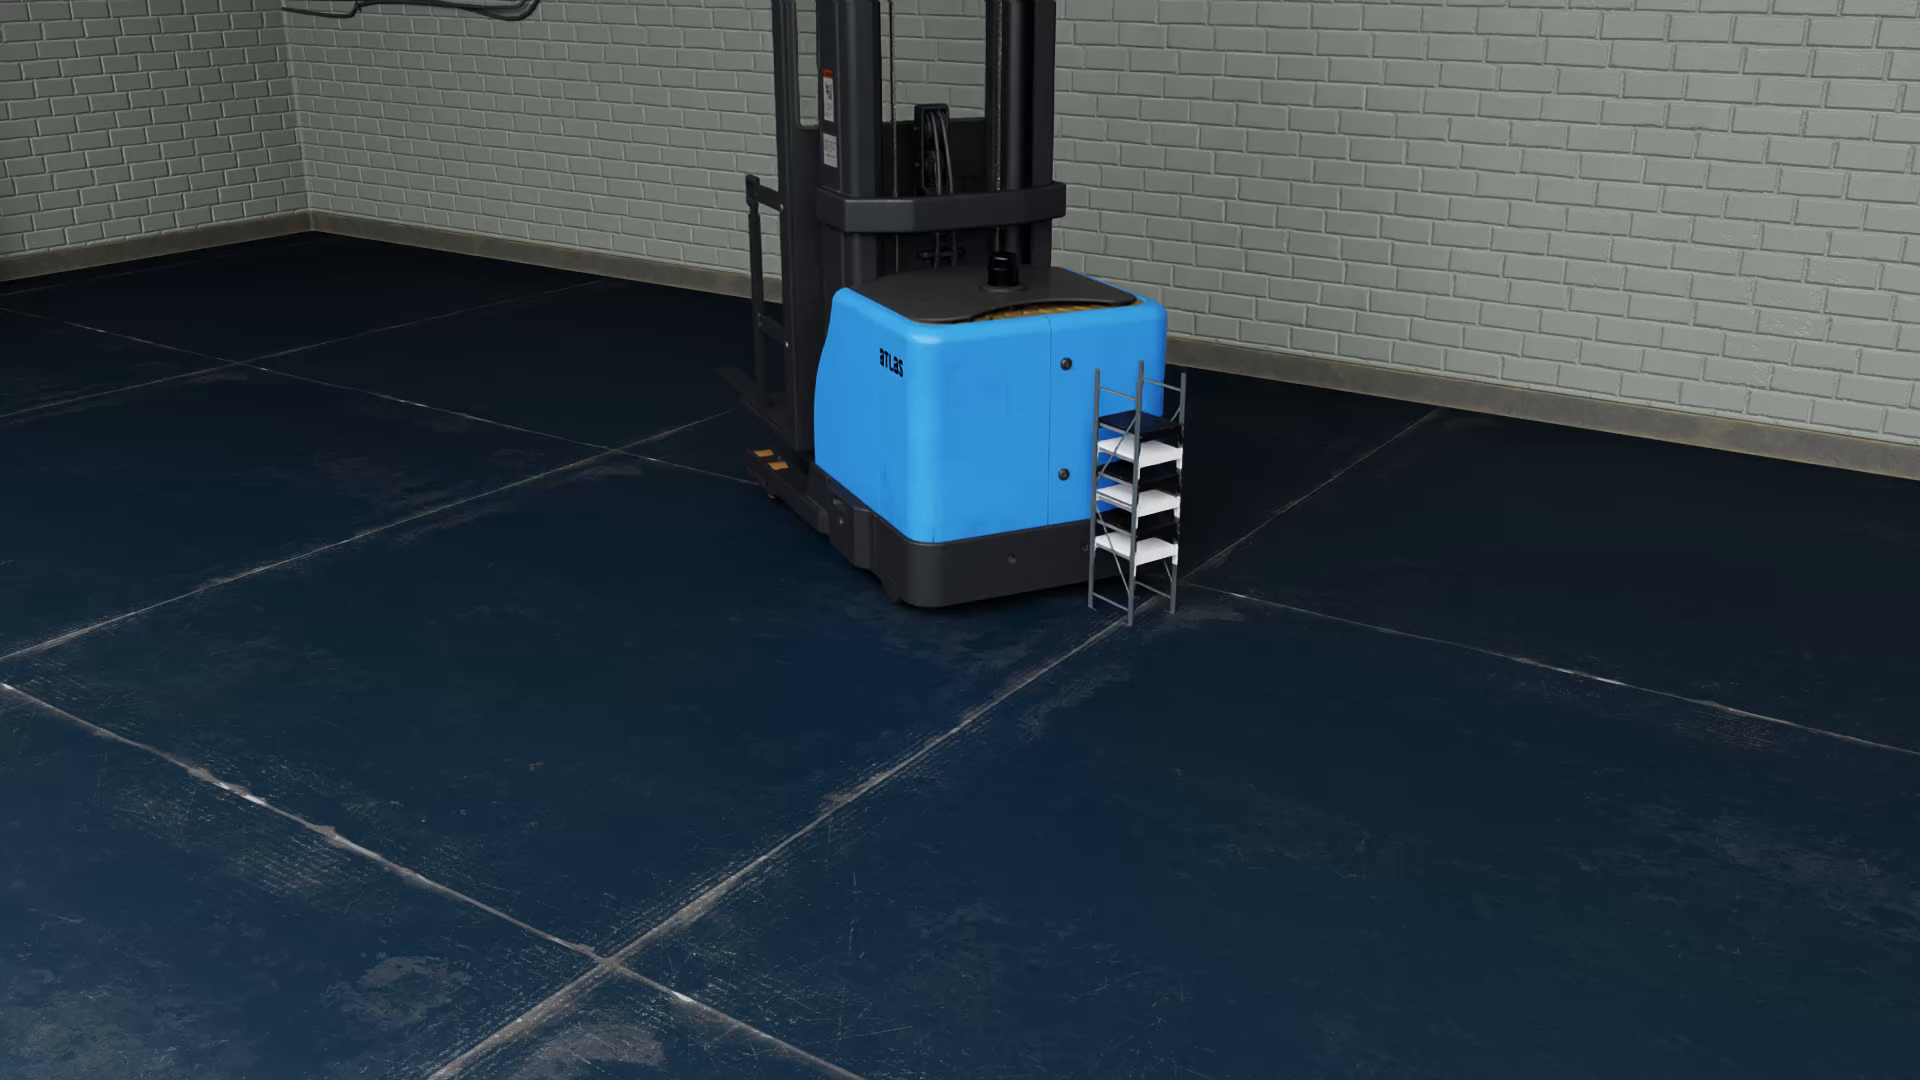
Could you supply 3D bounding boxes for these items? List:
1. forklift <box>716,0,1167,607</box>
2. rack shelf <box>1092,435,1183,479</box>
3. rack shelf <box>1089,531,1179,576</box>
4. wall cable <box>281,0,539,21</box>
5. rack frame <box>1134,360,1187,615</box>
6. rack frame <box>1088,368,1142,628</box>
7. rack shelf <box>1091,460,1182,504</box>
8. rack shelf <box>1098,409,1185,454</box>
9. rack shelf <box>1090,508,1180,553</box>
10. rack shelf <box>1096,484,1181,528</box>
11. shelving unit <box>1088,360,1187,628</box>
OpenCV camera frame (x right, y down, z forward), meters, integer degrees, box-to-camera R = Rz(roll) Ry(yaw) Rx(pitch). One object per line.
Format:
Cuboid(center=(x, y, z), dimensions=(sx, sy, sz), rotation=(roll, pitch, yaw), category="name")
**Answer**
Cuboid(center=(-0.308, -1.608, 6.887), dimensions=(1.130, 2.935, 3.031), rotation=(-9, 22, -23), category="forklift")
Cuboid(center=(0.624, -0.300, 5.856), dimensions=(0.200, 0.077, 0.258), rotation=(-14, 24, -33), category="rack shelf")
Cuboid(center=(0.624, 0.038, 5.981), dimensions=(0.200, 0.077, 0.258), rotation=(-14, 24, -33), category="rack shelf")
Cuboid(center=(-4.122, -5.010, 11.815), dimensions=(3.097, 2.526, 0.112), rotation=(13, 24, 32), category="wall cable")
Cuboid(center=(0.707, -0.183, 5.962), dimensions=(0.006, 0.900, 0.240), rotation=(-14, 24, -33), category="rack frame")
Cuboid(center=(0.542, -0.142, 5.851), dimensions=(0.006, 0.900, 0.240), rotation=(-14, 24, -33), category="rack frame")
Cuboid(center=(0.624, -0.216, 5.887), dimensions=(0.200, 0.077, 0.258), rotation=(-14, 24, -33), category="rack shelf")
Cuboid(center=(0.624, -0.384, 5.825), dimensions=(0.200, 0.077, 0.258), rotation=(-14, 24, -33), category="rack shelf")
Cuboid(center=(0.624, -0.047, 5.950), dimensions=(0.200, 0.077, 0.258), rotation=(-14, 24, -33), category="rack shelf")
Cuboid(center=(0.624, -0.131, 5.918), dimensions=(0.200, 0.077, 0.258), rotation=(-14, 24, -33), category="rack shelf")
Cuboid(center=(0.624, -0.162, 5.907), dimensions=(0.210, 0.900, 0.258), rotation=(-14, 24, -33), category="shelving unit")
